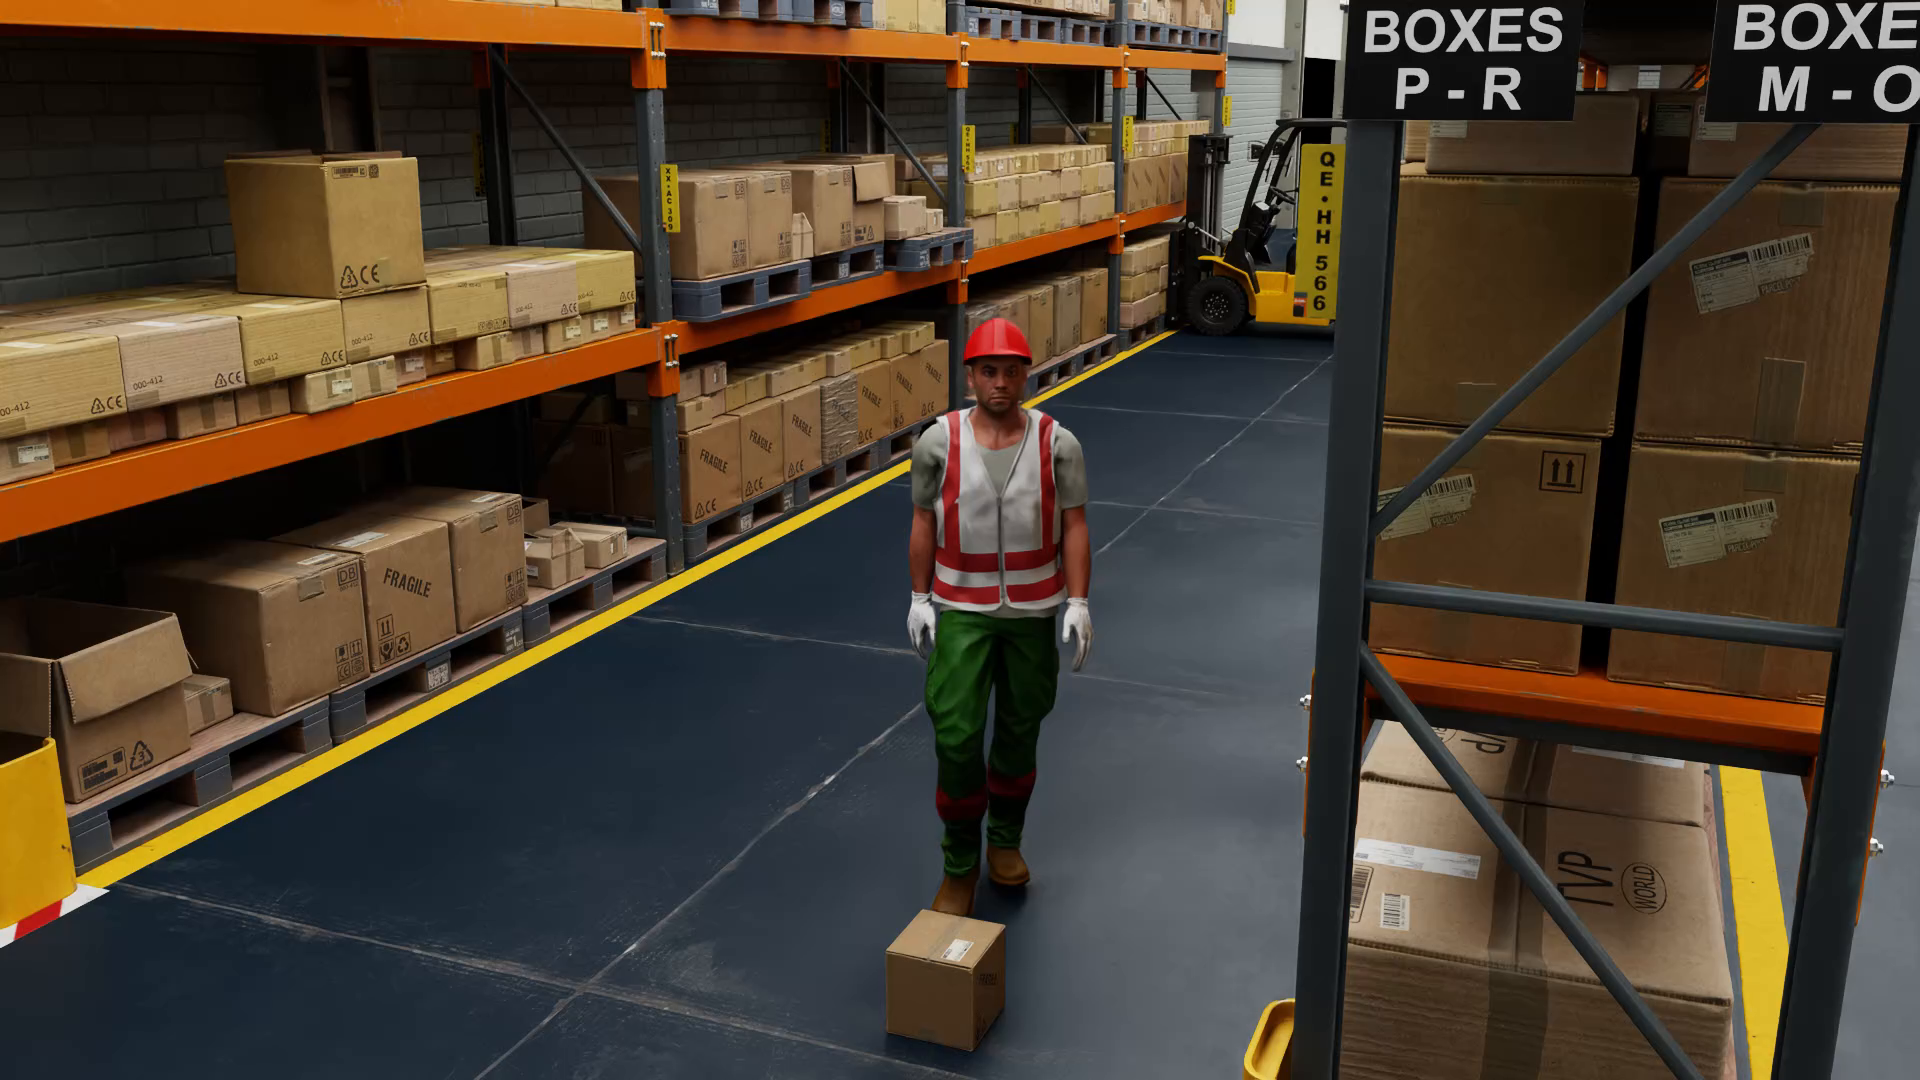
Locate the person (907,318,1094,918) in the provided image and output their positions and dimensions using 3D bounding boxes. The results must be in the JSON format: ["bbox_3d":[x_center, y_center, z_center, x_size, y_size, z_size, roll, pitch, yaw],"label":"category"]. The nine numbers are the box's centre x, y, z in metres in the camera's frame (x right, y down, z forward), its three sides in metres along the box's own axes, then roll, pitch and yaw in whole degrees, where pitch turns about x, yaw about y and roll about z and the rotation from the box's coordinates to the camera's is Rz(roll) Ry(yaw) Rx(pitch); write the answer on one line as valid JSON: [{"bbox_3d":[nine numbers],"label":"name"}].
[{"bbox_3d":[0.123,0.256,5.033,0.547,1.835,0.472,-2,15,-6],"label":"person"}]
